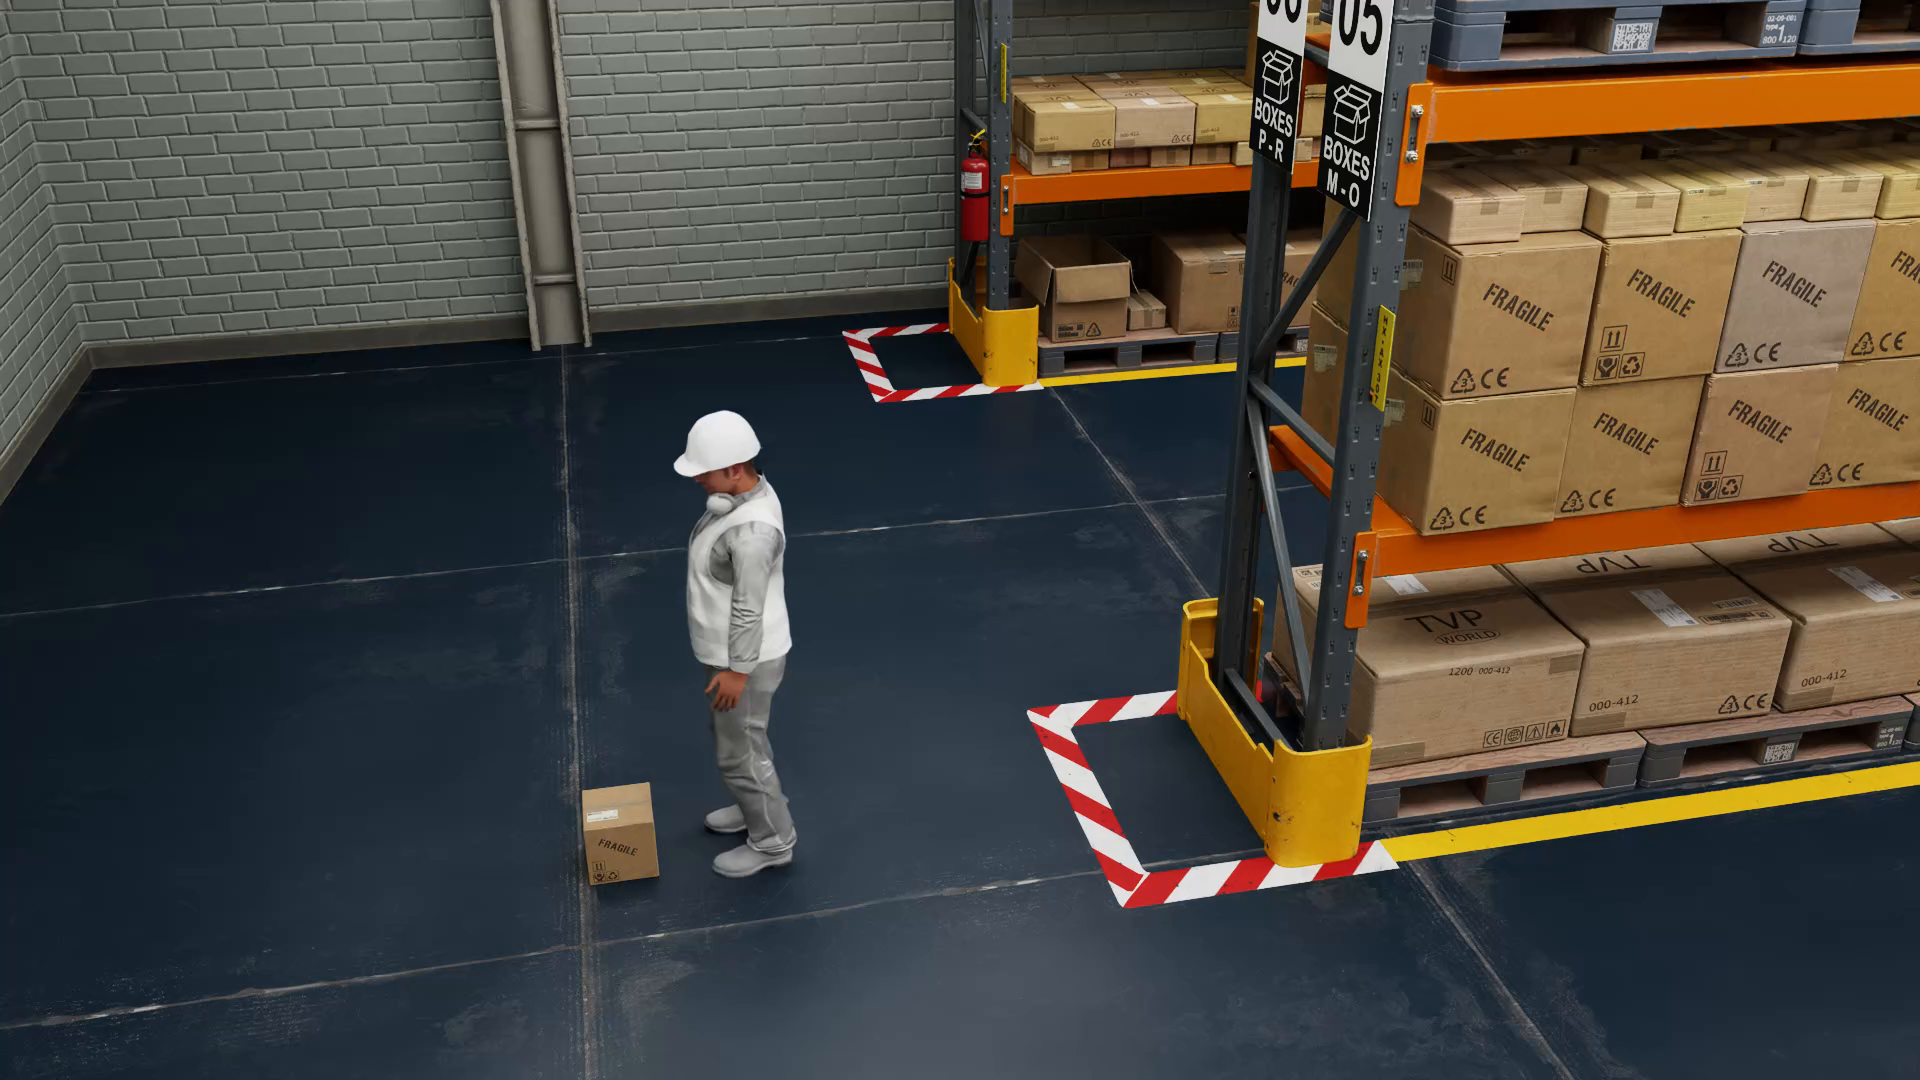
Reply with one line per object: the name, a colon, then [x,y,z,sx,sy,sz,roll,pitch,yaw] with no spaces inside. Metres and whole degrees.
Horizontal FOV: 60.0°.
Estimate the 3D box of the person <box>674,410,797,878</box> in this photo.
person: [-0.773,0.371,5.862,0.356,1.767,0.534,-5,27,-11]
